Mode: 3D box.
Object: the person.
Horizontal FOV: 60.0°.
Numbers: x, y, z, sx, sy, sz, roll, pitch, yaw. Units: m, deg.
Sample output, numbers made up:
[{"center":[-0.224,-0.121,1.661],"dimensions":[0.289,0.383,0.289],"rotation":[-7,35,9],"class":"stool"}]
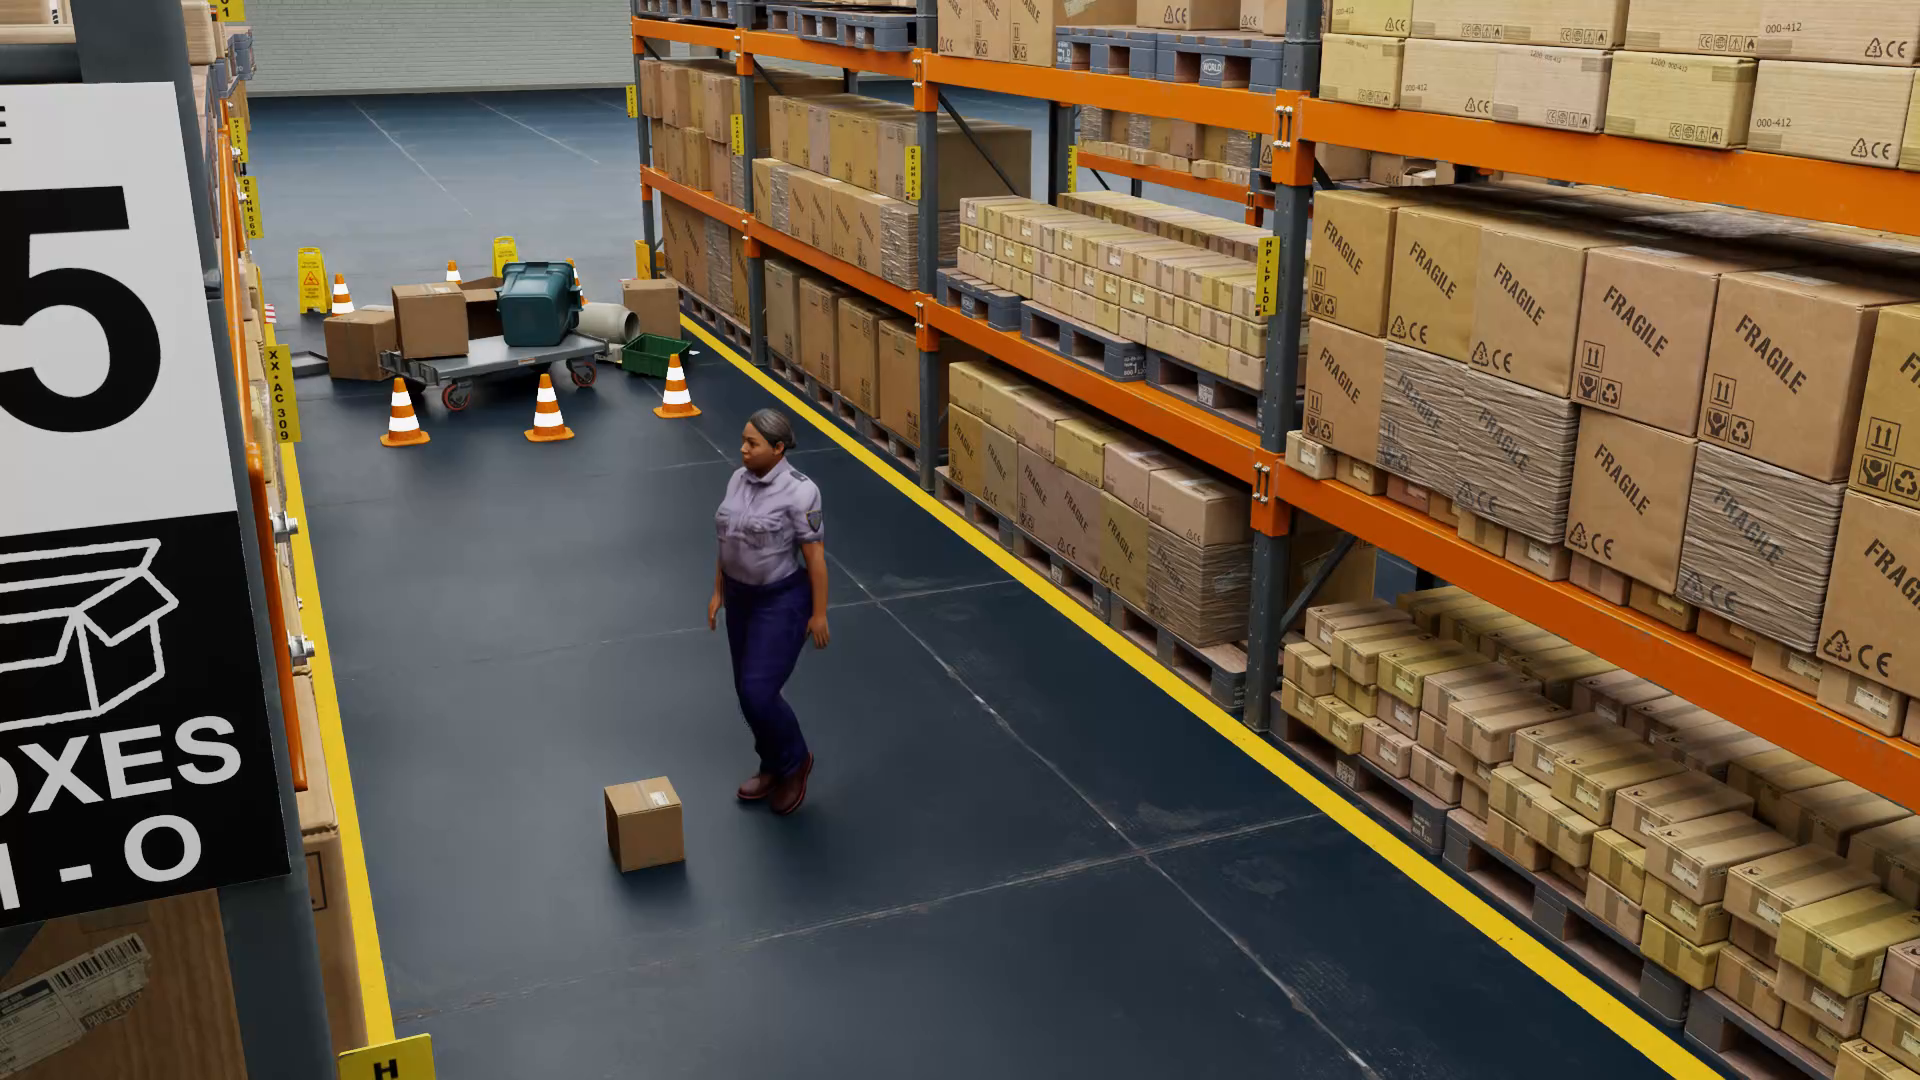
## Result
[{"center":[-0.820,0.296,6.708],"dimensions":[0.528,1.666,0.452],"rotation":[17,25,40],"class":"person"}]
